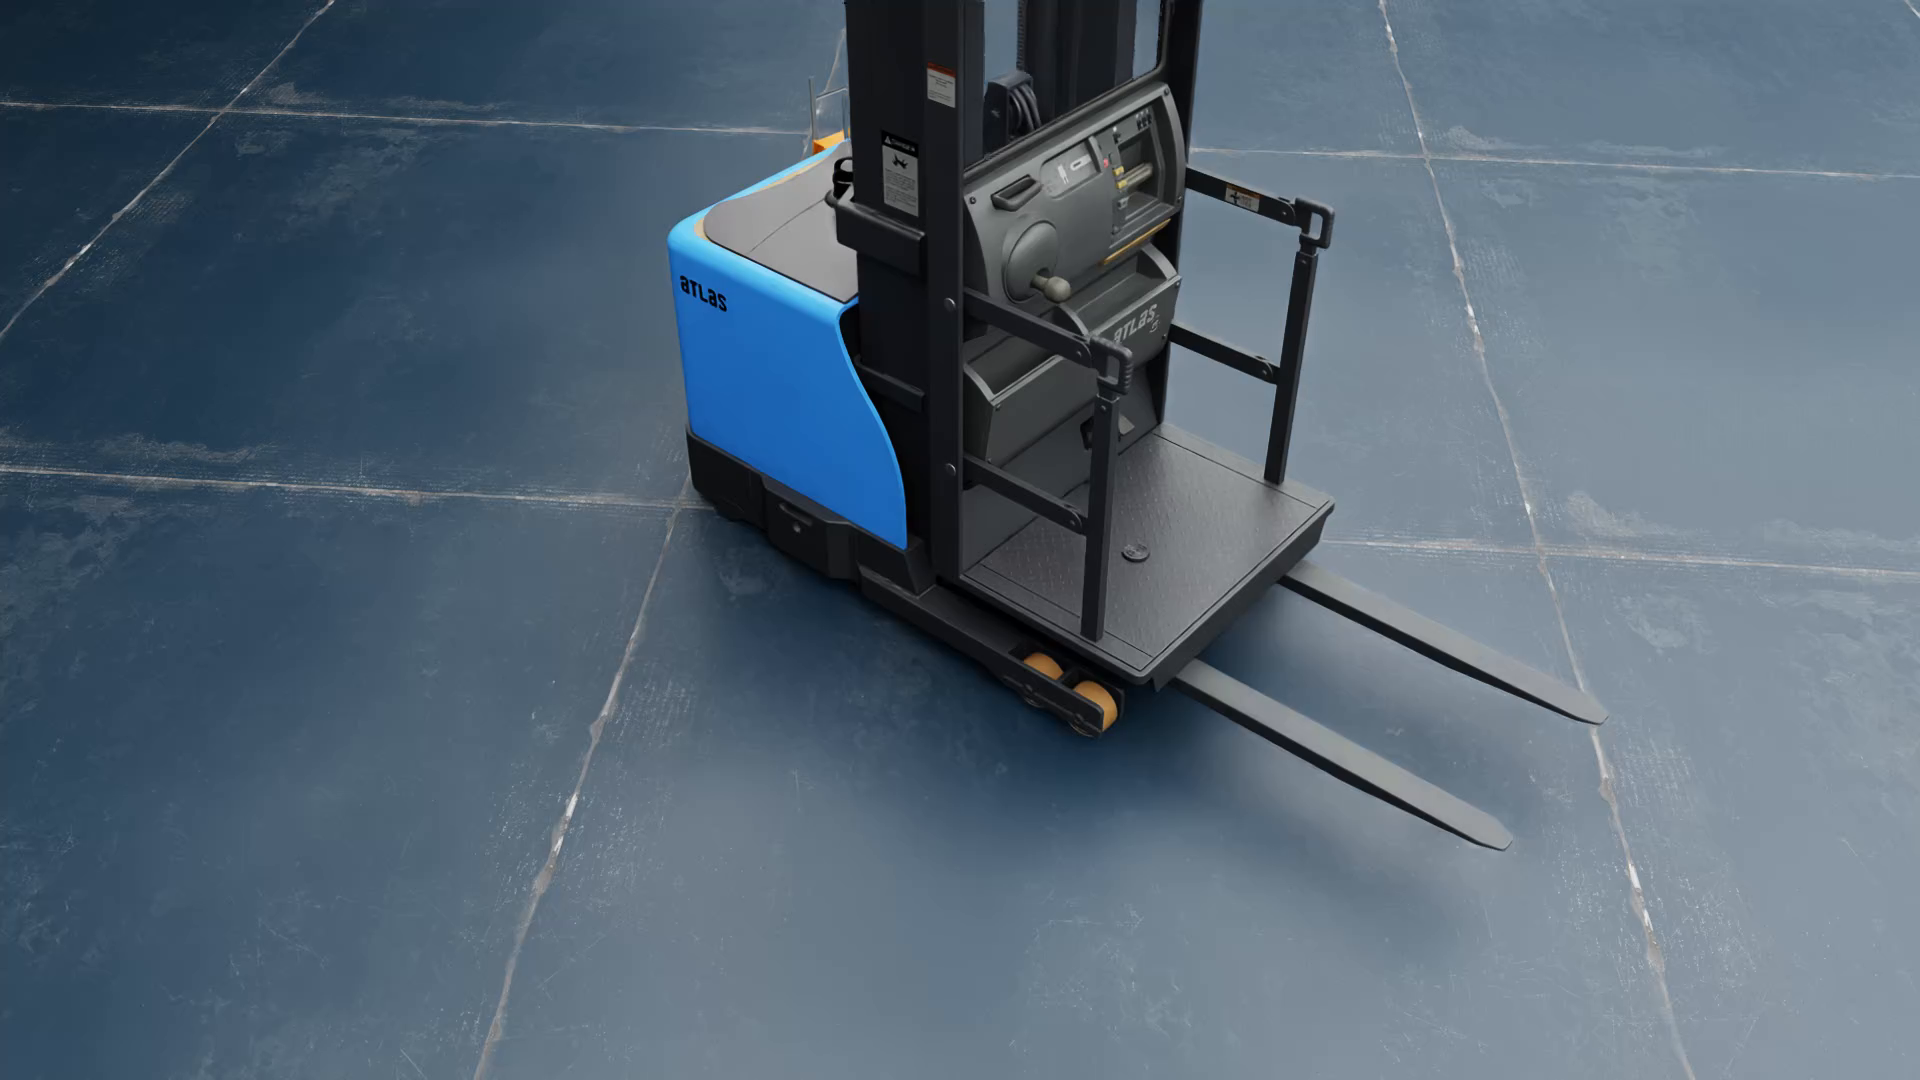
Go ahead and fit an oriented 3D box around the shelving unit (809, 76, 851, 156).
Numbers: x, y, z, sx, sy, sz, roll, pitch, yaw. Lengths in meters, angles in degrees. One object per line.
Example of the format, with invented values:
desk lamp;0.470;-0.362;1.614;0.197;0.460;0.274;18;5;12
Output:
shelving unit;-0.378;-1.167;6.232;0.258;1.200;0.189;-30;47;-31

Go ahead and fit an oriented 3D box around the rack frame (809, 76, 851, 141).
rack frame;-0.440;-1.209;6.285;0.240;1.200;0.006;-30;47;-31

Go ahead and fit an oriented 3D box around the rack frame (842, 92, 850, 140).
rack frame;-0.317;-1.124;6.180;0.240;1.200;0.006;-30;47;-31

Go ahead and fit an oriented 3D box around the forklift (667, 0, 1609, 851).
forklift;0.500;-0.923;4.562;3.031;2.935;1.130;28;47;30

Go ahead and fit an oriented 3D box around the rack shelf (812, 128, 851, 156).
rack shelf;-0.379;-1.412;6.034;0.258;0.103;0.180;-30;47;-31
